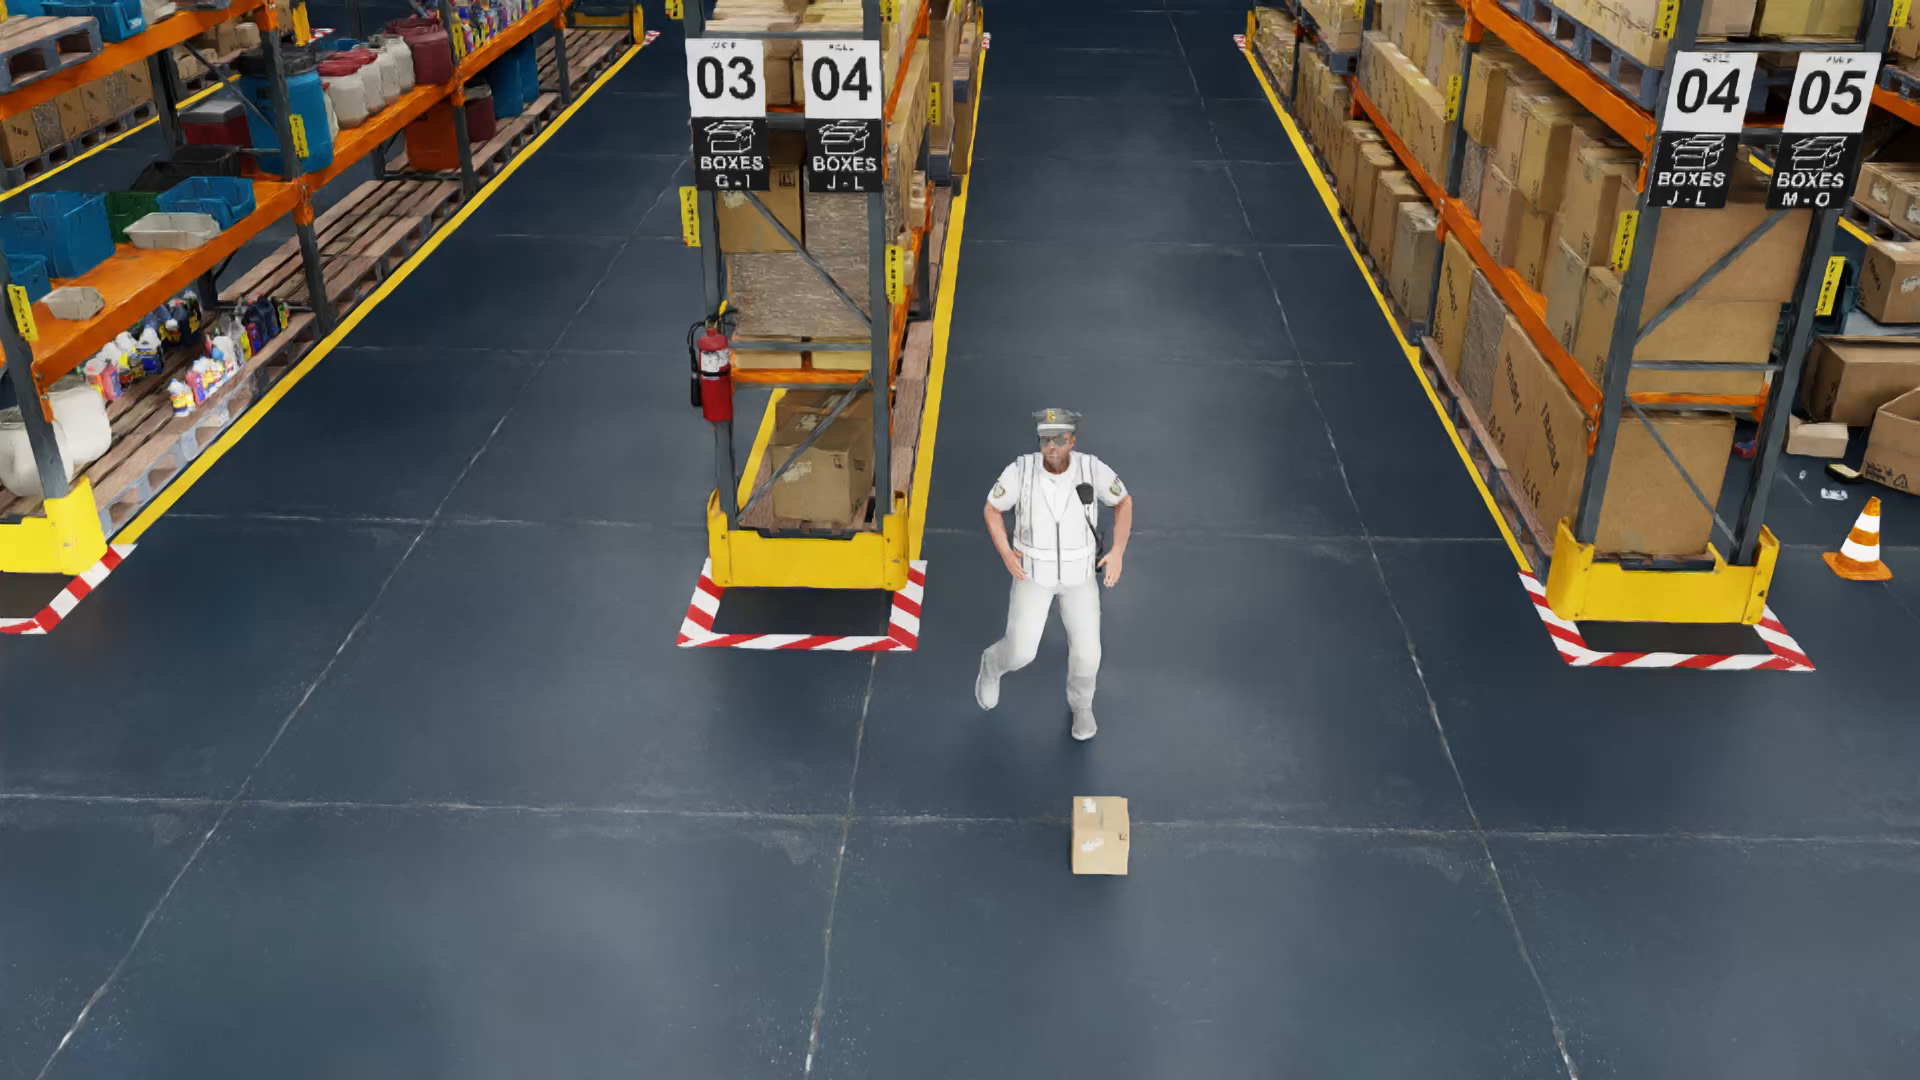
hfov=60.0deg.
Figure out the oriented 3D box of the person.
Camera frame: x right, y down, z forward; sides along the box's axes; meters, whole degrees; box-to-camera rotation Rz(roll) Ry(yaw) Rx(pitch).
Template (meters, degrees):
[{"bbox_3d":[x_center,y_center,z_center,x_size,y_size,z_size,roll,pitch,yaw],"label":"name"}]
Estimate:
[{"bbox_3d":[0.476,0.152,8.333,0.783,1.756,0.510,-2,28,-4],"label":"person"}]
